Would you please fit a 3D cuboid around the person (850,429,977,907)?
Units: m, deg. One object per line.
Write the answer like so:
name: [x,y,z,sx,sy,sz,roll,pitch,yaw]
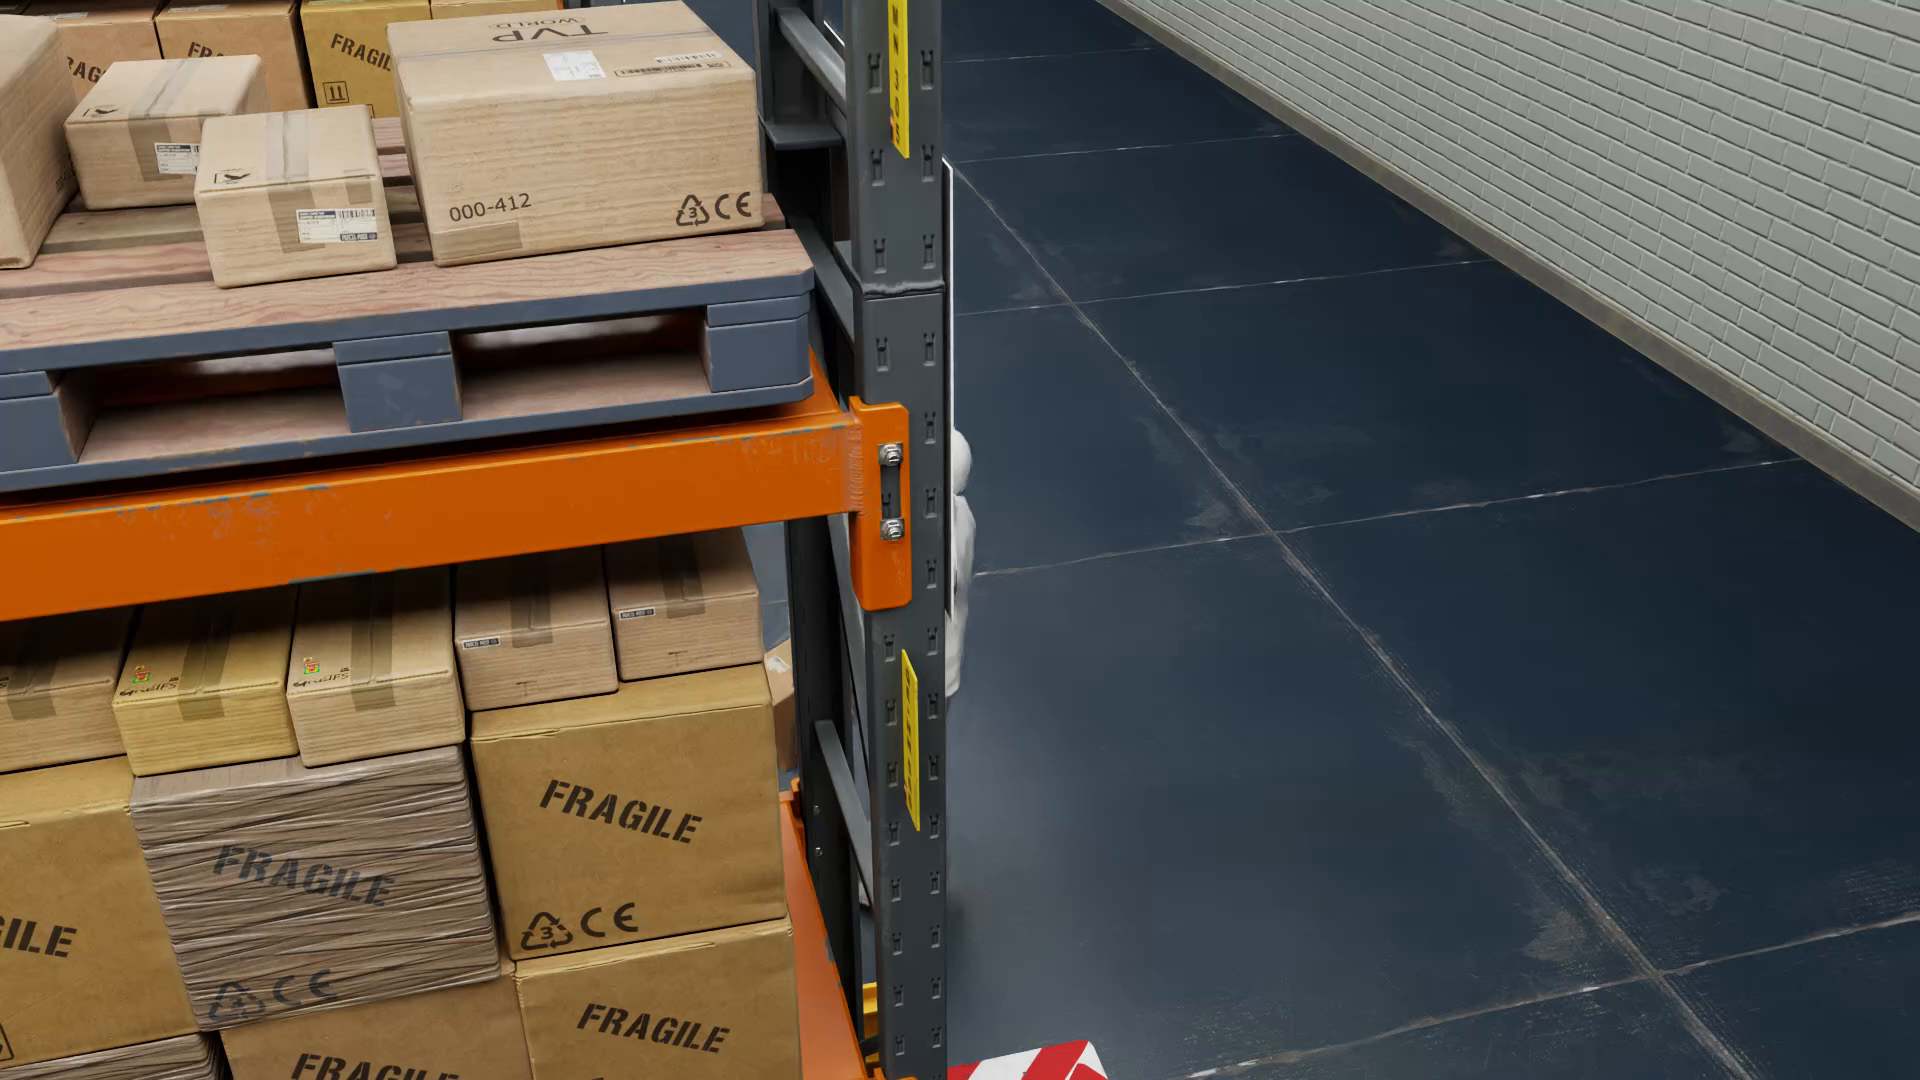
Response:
person: [-0.221,0.418,5.374,0.523,1.775,0.526,3,30,6]
